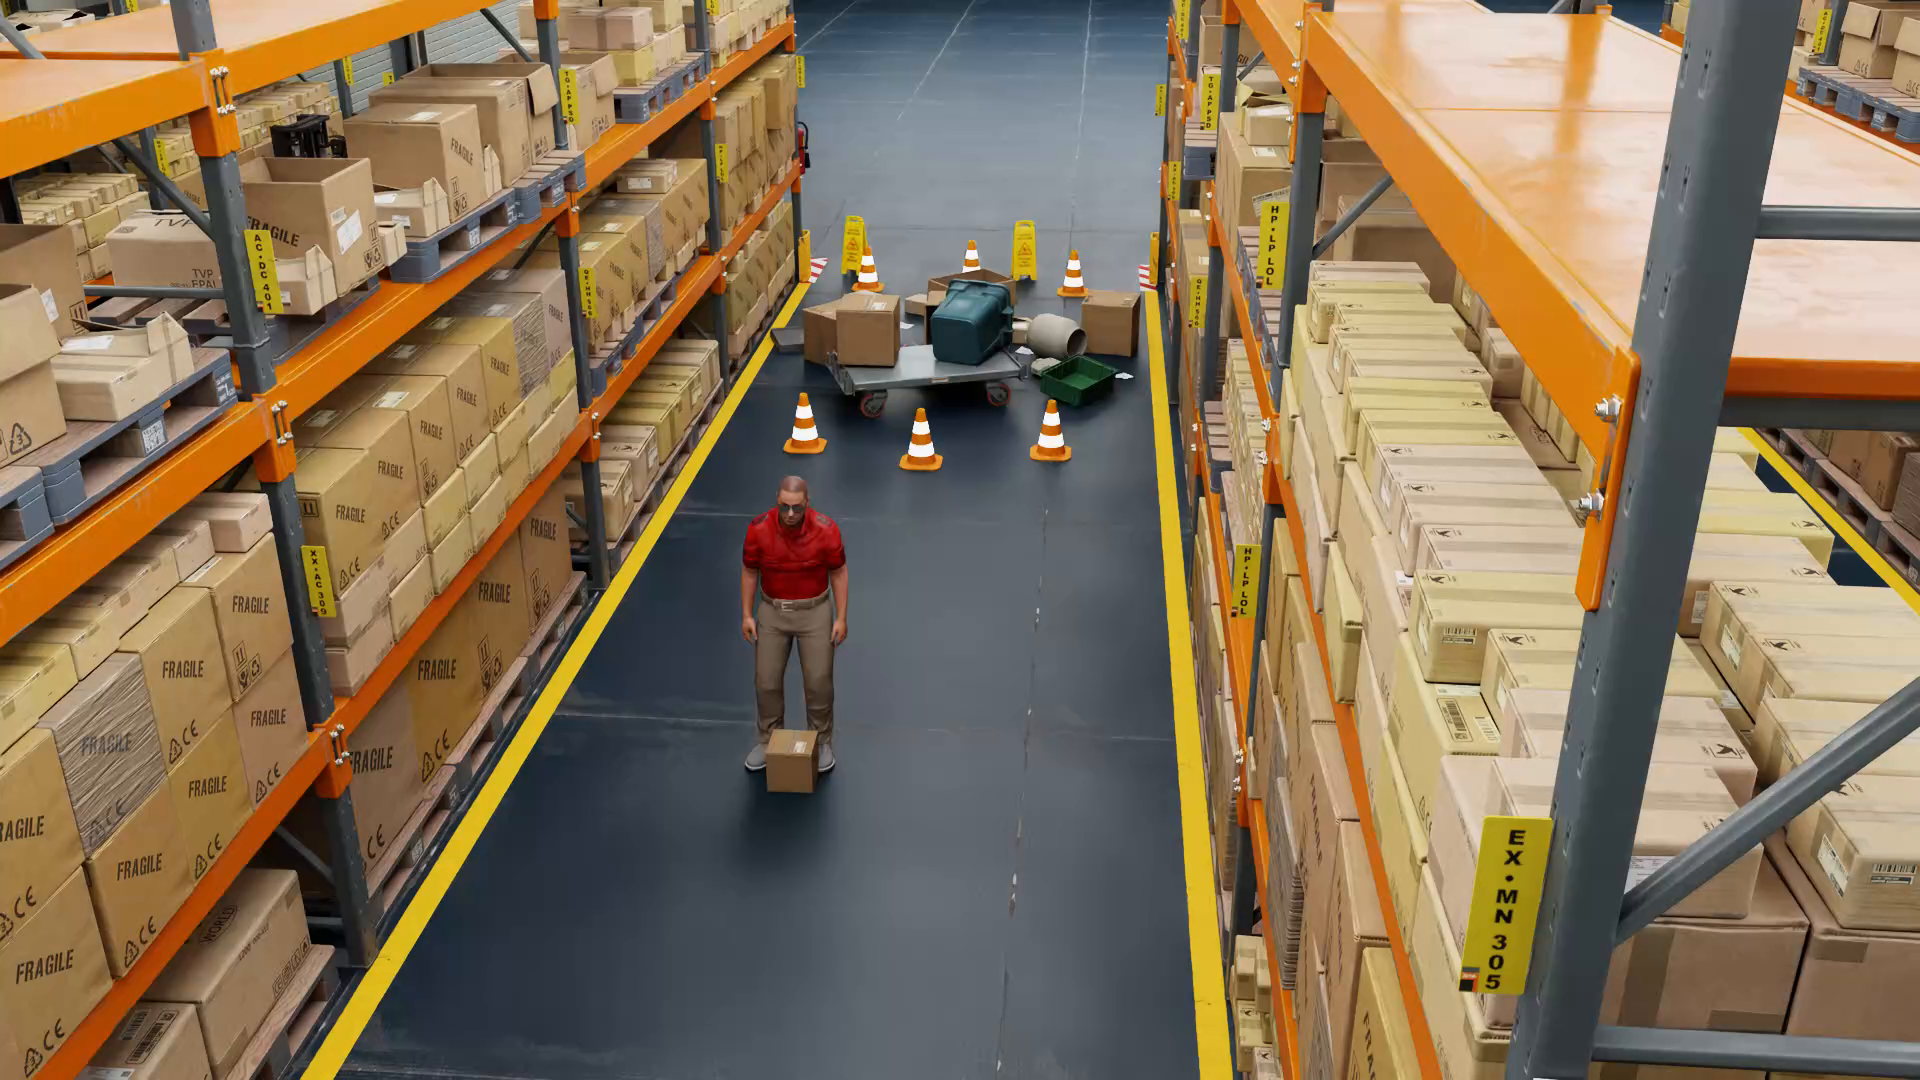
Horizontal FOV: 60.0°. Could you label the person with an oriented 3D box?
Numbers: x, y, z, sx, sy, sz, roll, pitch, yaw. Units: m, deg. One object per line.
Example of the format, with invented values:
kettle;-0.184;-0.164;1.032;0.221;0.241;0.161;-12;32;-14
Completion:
person;-0.903;0.437;9.063;0.594;1.725;0.390;1;24;1
